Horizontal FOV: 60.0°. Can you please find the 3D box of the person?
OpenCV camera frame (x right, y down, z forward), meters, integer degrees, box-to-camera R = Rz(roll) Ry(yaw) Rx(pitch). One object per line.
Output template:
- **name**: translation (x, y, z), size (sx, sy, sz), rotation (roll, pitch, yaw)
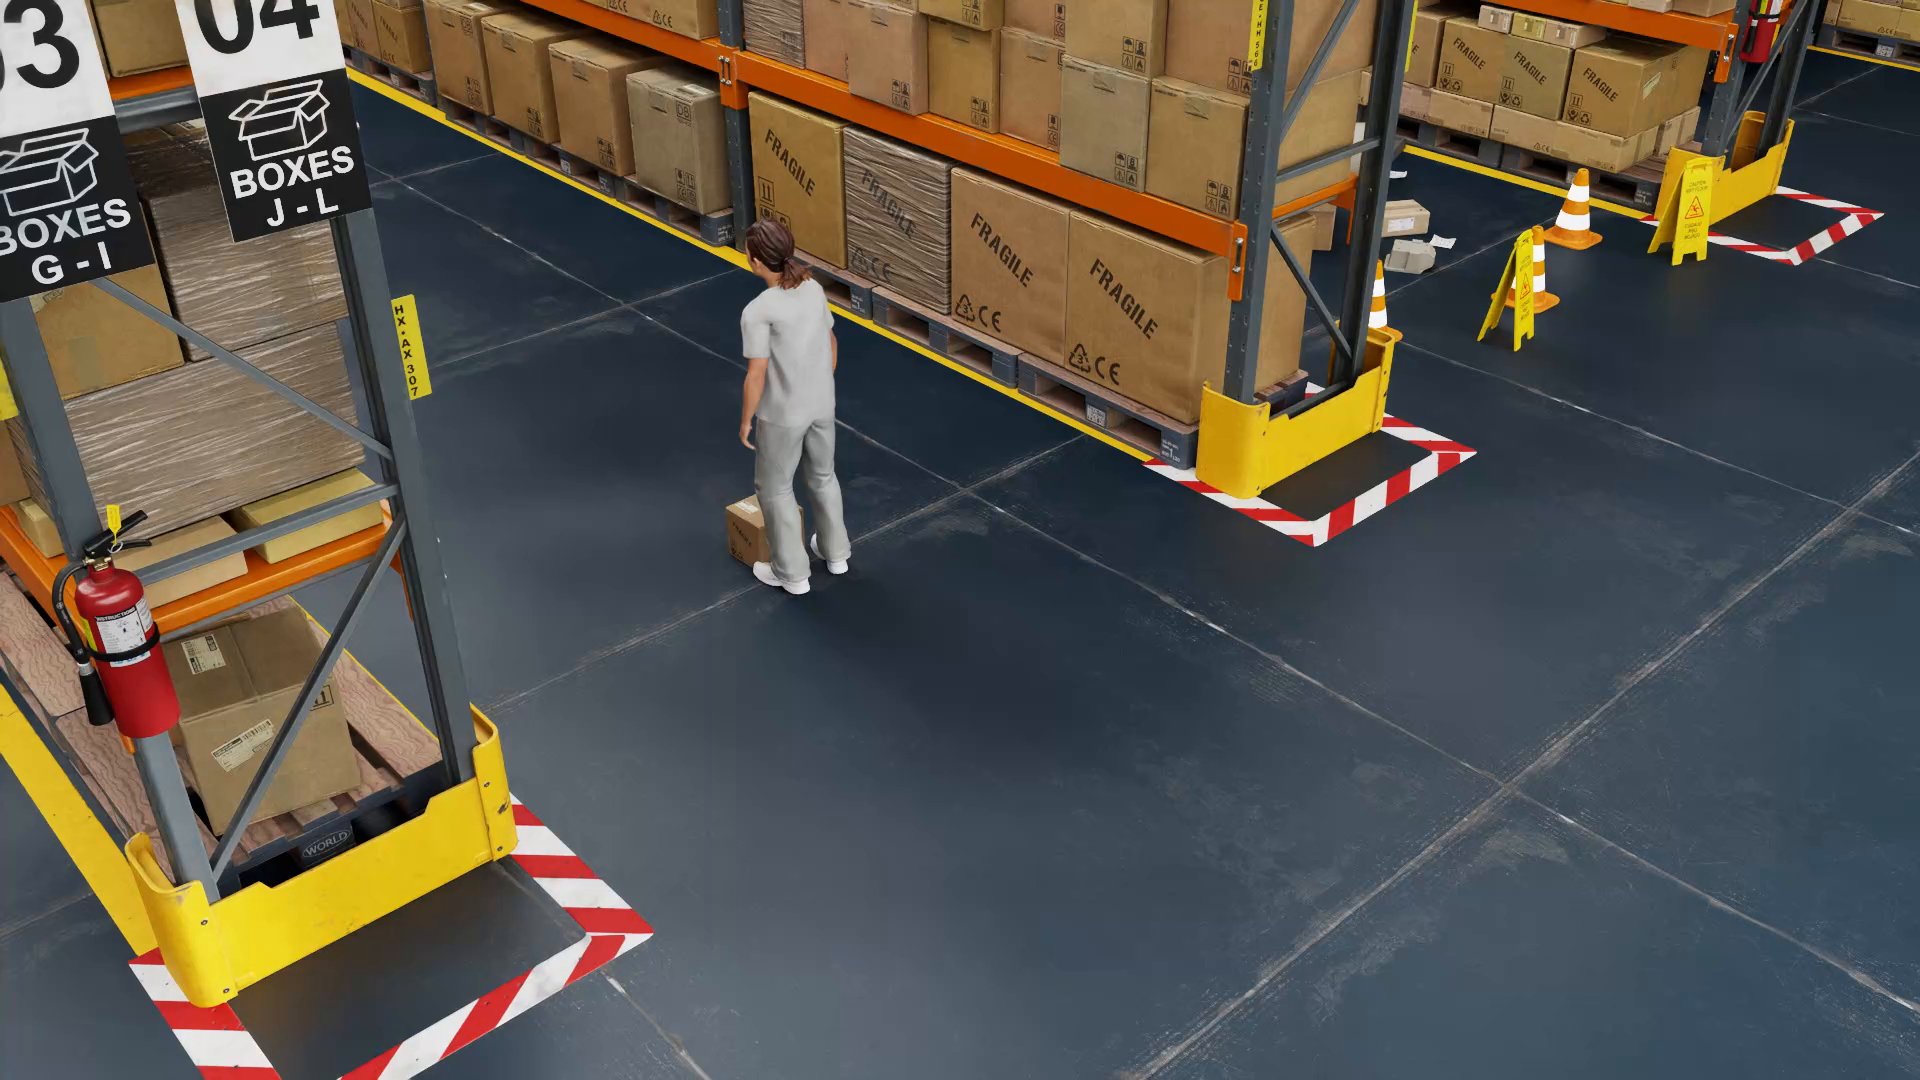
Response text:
- **person**: translation (-0.710, -0.550, 7.022), size (0.352, 1.673, 0.511), rotation (28, 41, 37)
